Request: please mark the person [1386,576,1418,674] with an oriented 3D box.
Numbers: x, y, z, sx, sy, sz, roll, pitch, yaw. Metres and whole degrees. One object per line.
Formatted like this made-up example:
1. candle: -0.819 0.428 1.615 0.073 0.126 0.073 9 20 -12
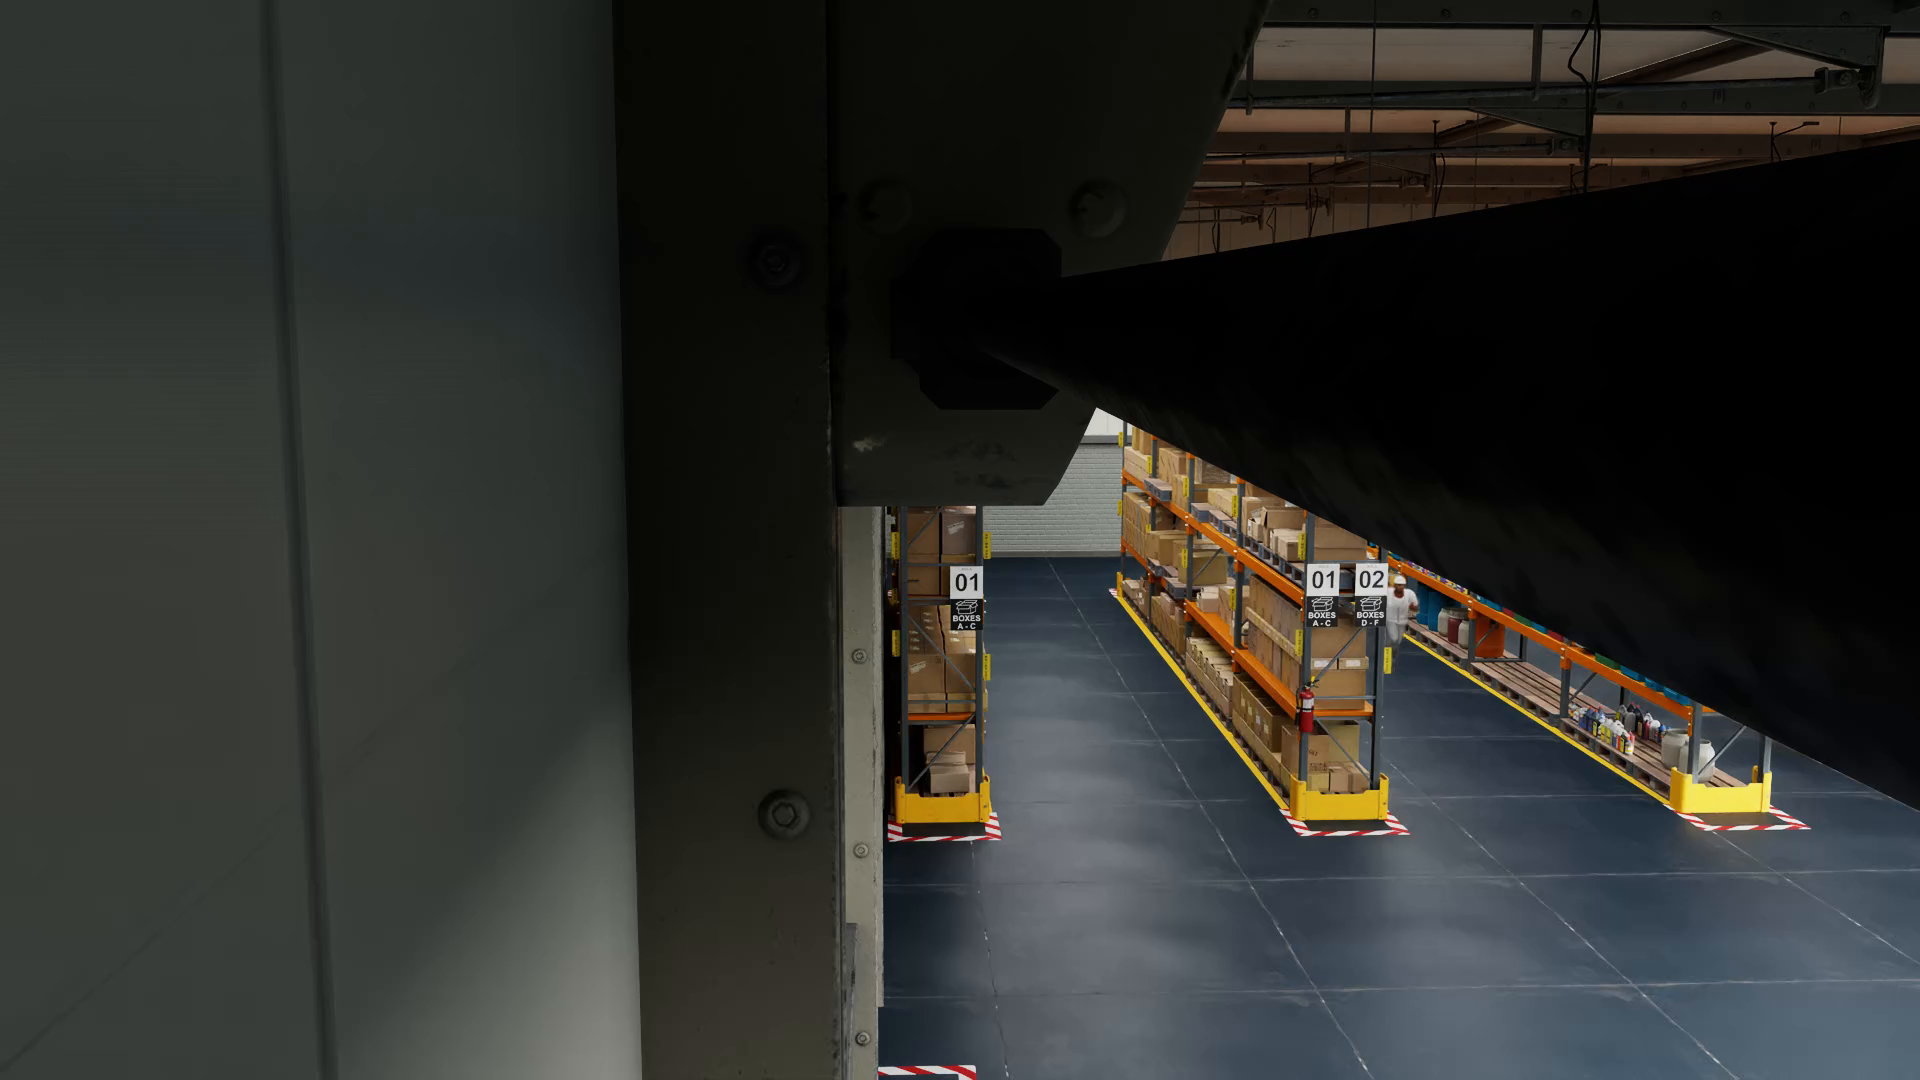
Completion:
1. person: 7.531 1.442 28.769 0.685 1.719 0.919 -1 8 -4
